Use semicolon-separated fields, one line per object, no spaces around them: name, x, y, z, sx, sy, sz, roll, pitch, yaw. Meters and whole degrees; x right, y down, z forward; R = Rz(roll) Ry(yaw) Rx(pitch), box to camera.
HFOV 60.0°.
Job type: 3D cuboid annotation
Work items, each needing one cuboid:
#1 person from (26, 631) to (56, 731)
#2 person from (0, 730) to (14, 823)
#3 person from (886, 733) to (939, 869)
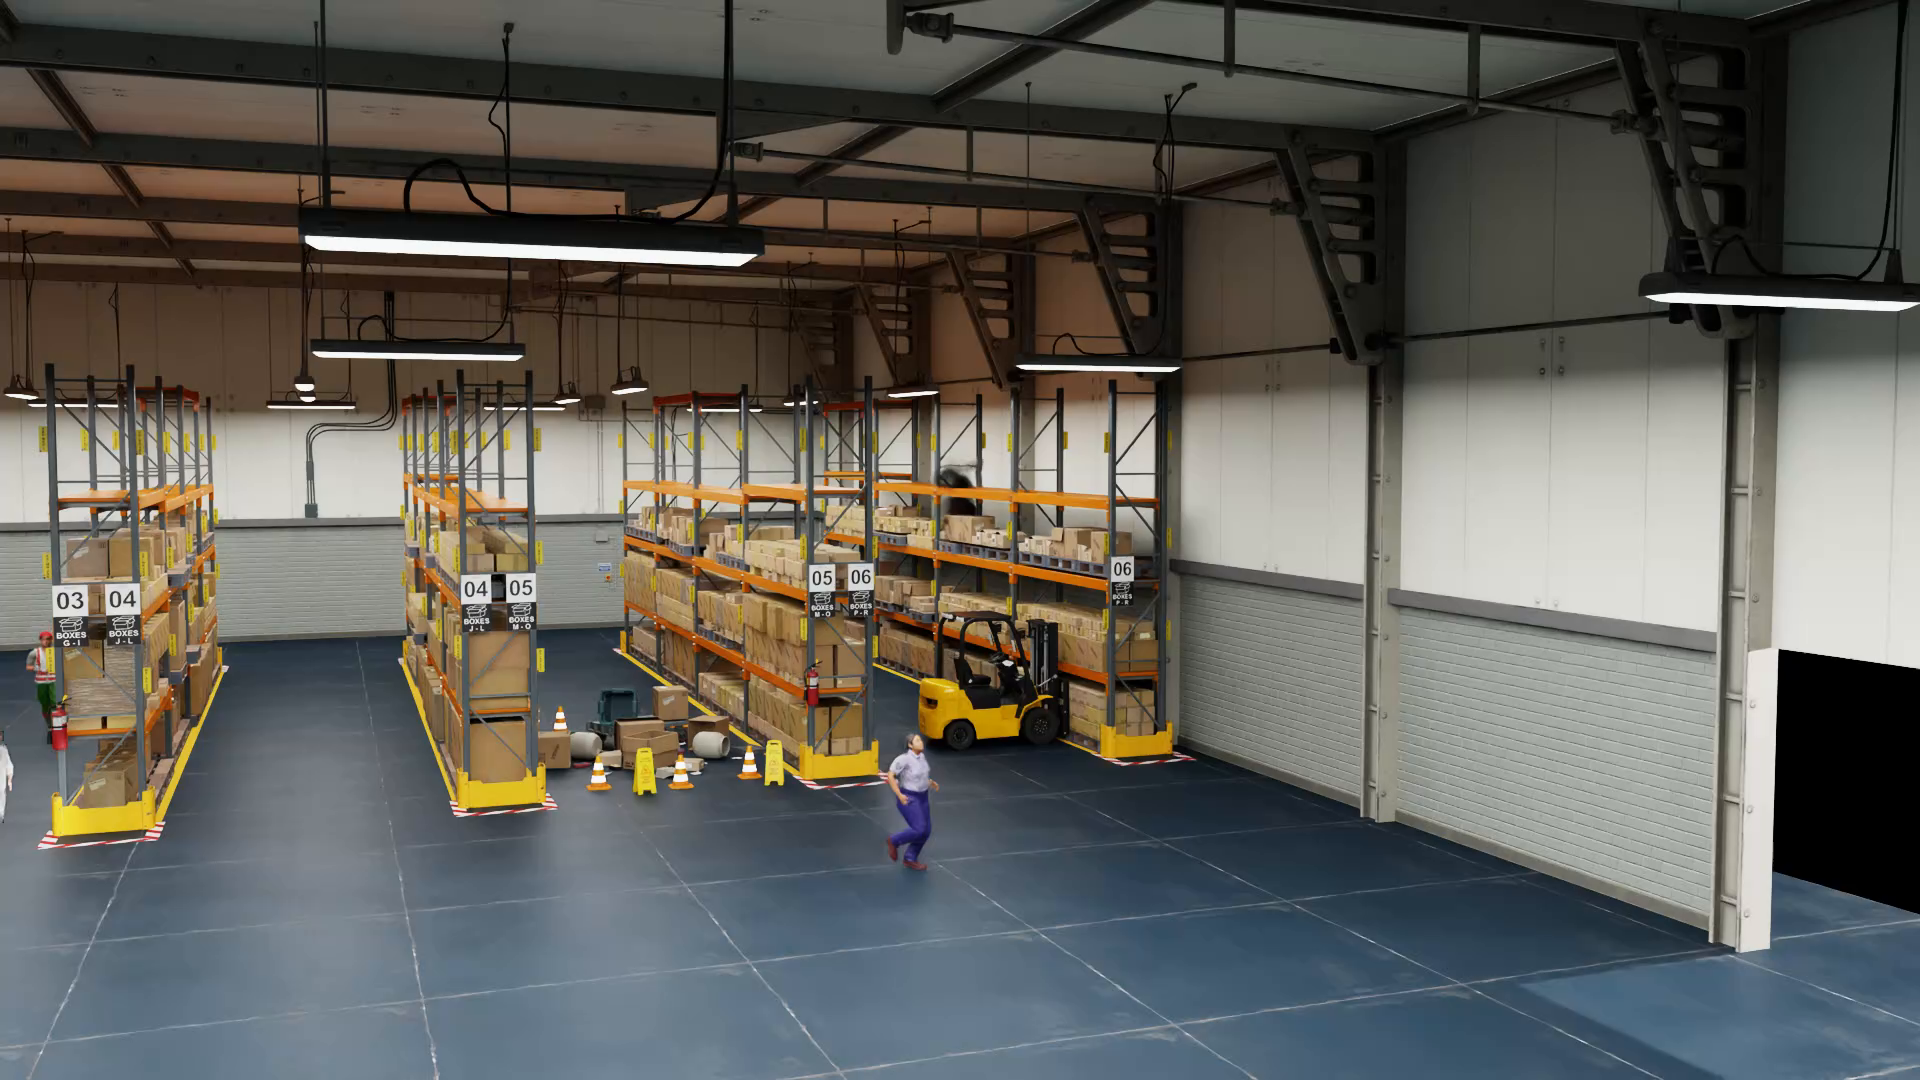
person;-15.496;2.460;28.260;0.633;1.848;0.793;-1;4;-24
person;-11.867;3.052;20.357;0.572;1.537;0.605;2;4;28
person;-0.543;3.071;19.518;0.559;1.600;0.634;2;4;31
